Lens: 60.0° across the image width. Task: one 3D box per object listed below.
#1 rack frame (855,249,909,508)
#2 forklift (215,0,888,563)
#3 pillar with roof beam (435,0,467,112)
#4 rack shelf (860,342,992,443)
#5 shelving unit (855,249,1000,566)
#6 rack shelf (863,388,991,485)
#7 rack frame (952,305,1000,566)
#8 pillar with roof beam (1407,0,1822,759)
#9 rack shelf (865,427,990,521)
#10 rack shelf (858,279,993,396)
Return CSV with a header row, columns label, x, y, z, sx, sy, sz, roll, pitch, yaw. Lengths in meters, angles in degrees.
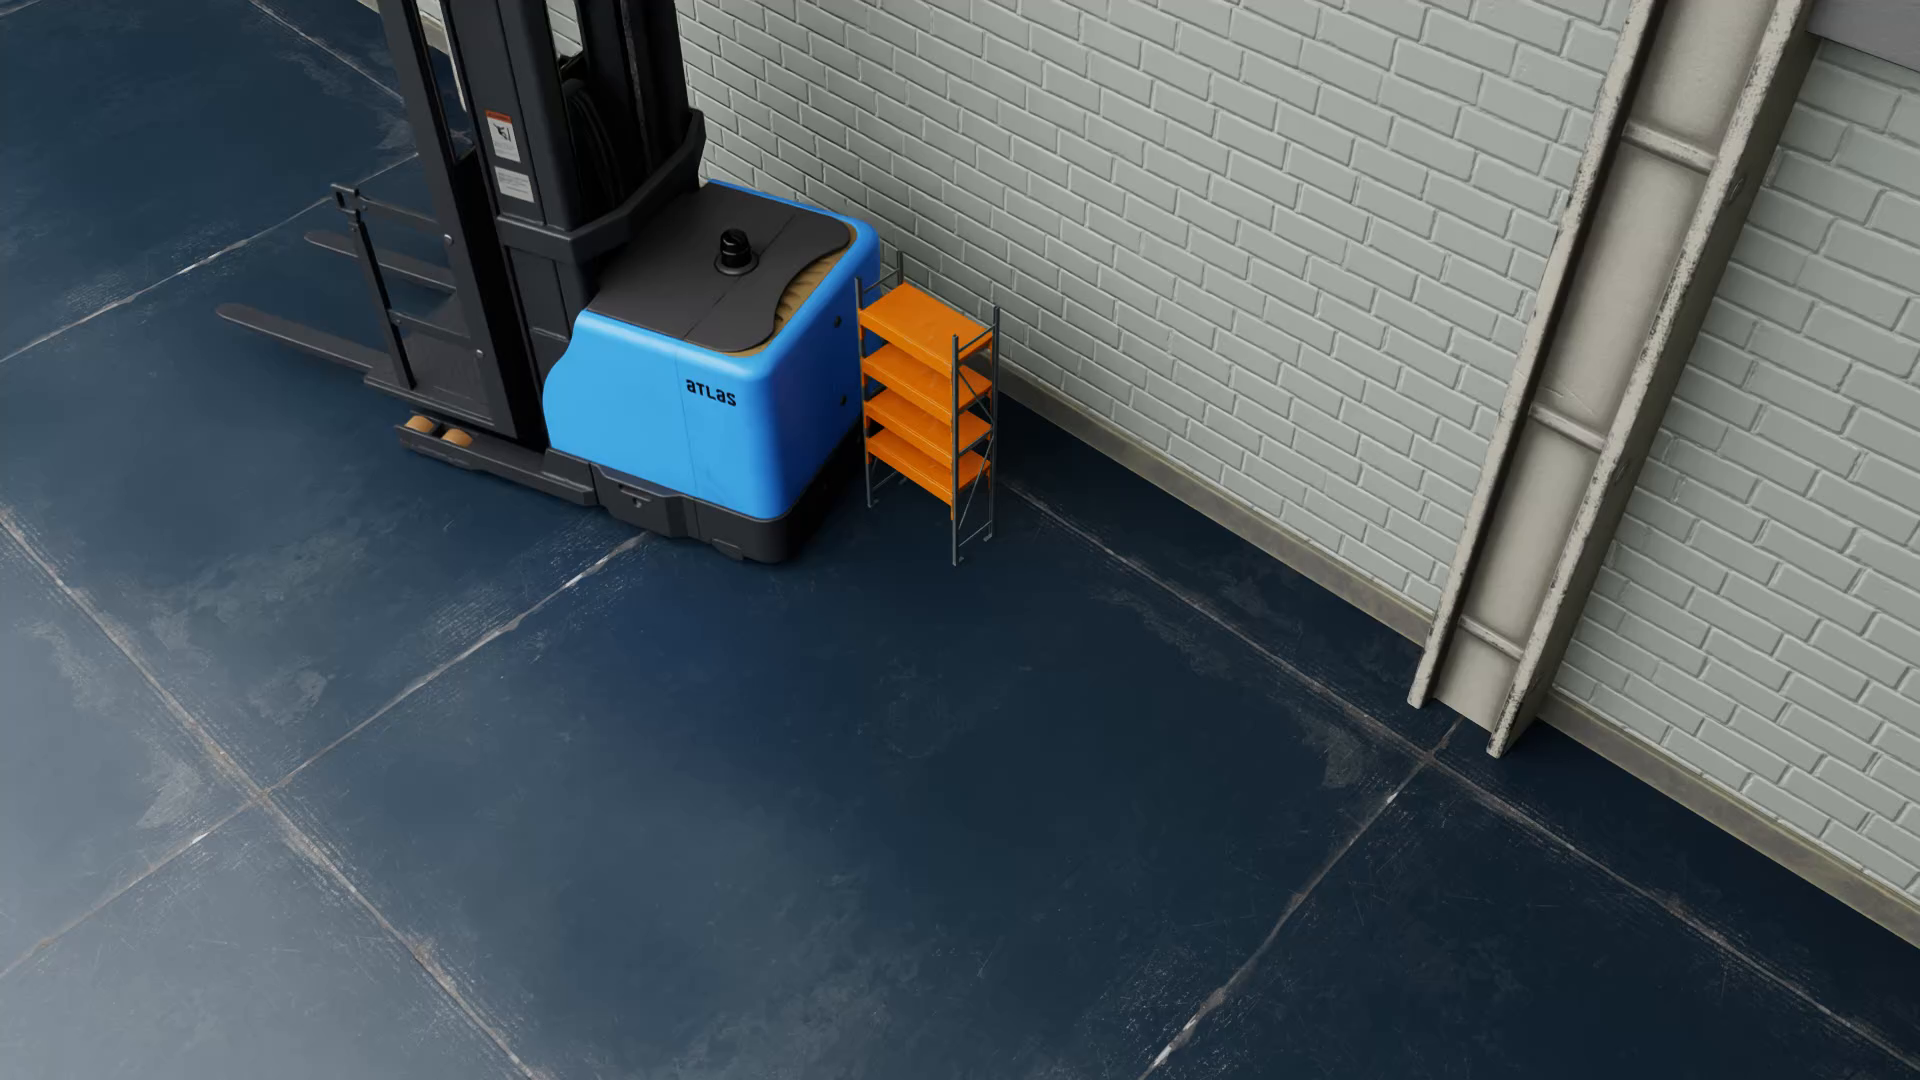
label,x,y,z,sx,sy,sz,roll,pitch,yaw
rack frame,-0.301,-0.613,6.611,0.015,1.200,0.240,34,55,28
forklift,-1.864,-1.646,6.394,3.031,2.935,1.130,19,50,17
pillar with roof beam,-5.392,-3.115,3.611,0.400,9.000,9.100,34,55,28
rack shelf,-0.122,-0.600,6.384,0.480,0.148,0.258,34,55,28
shelving unit,-0.122,-0.493,6.498,0.503,1.200,0.258,34,55,28
rack shelf,-0.122,-0.446,6.547,0.480,0.148,0.258,34,55,28
rack frame,0.058,-0.372,6.385,0.015,1.200,0.240,34,55,28
pillar with roof beam,-0.983,-0.148,0.825,0.400,9.000,9.100,34,55,28
rack shelf,-0.122,-0.311,6.692,0.480,0.148,0.258,34,55,28
rack shelf,-0.122,-0.762,6.211,0.480,0.148,0.258,34,55,28
